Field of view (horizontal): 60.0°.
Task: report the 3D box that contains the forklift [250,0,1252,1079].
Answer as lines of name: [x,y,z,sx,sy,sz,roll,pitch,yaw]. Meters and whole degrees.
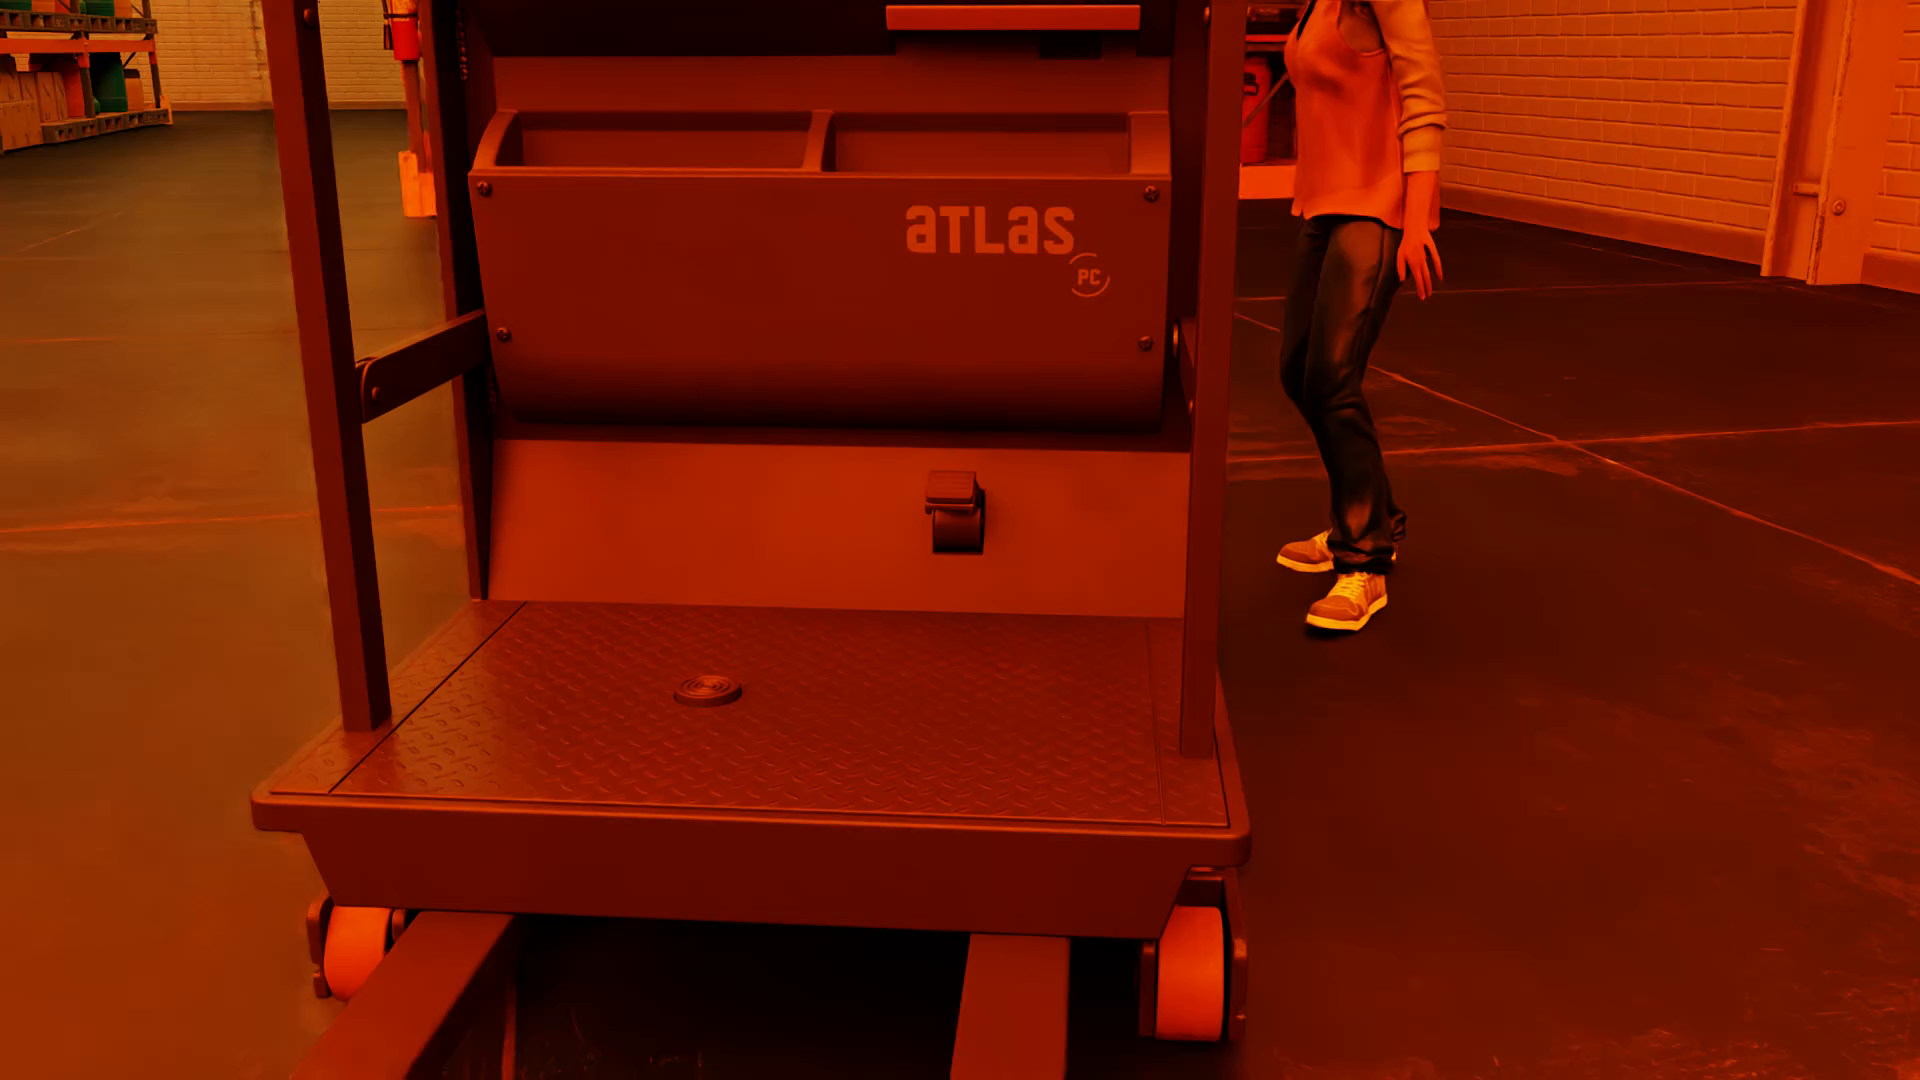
forklift: [-0.200,-0.902,1.903,1.130,2.935,3.031,1,17,4]

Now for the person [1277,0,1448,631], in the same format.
person: [0.832,-0.628,3.480,0.381,1.524,0.728,-1,17,-5]
